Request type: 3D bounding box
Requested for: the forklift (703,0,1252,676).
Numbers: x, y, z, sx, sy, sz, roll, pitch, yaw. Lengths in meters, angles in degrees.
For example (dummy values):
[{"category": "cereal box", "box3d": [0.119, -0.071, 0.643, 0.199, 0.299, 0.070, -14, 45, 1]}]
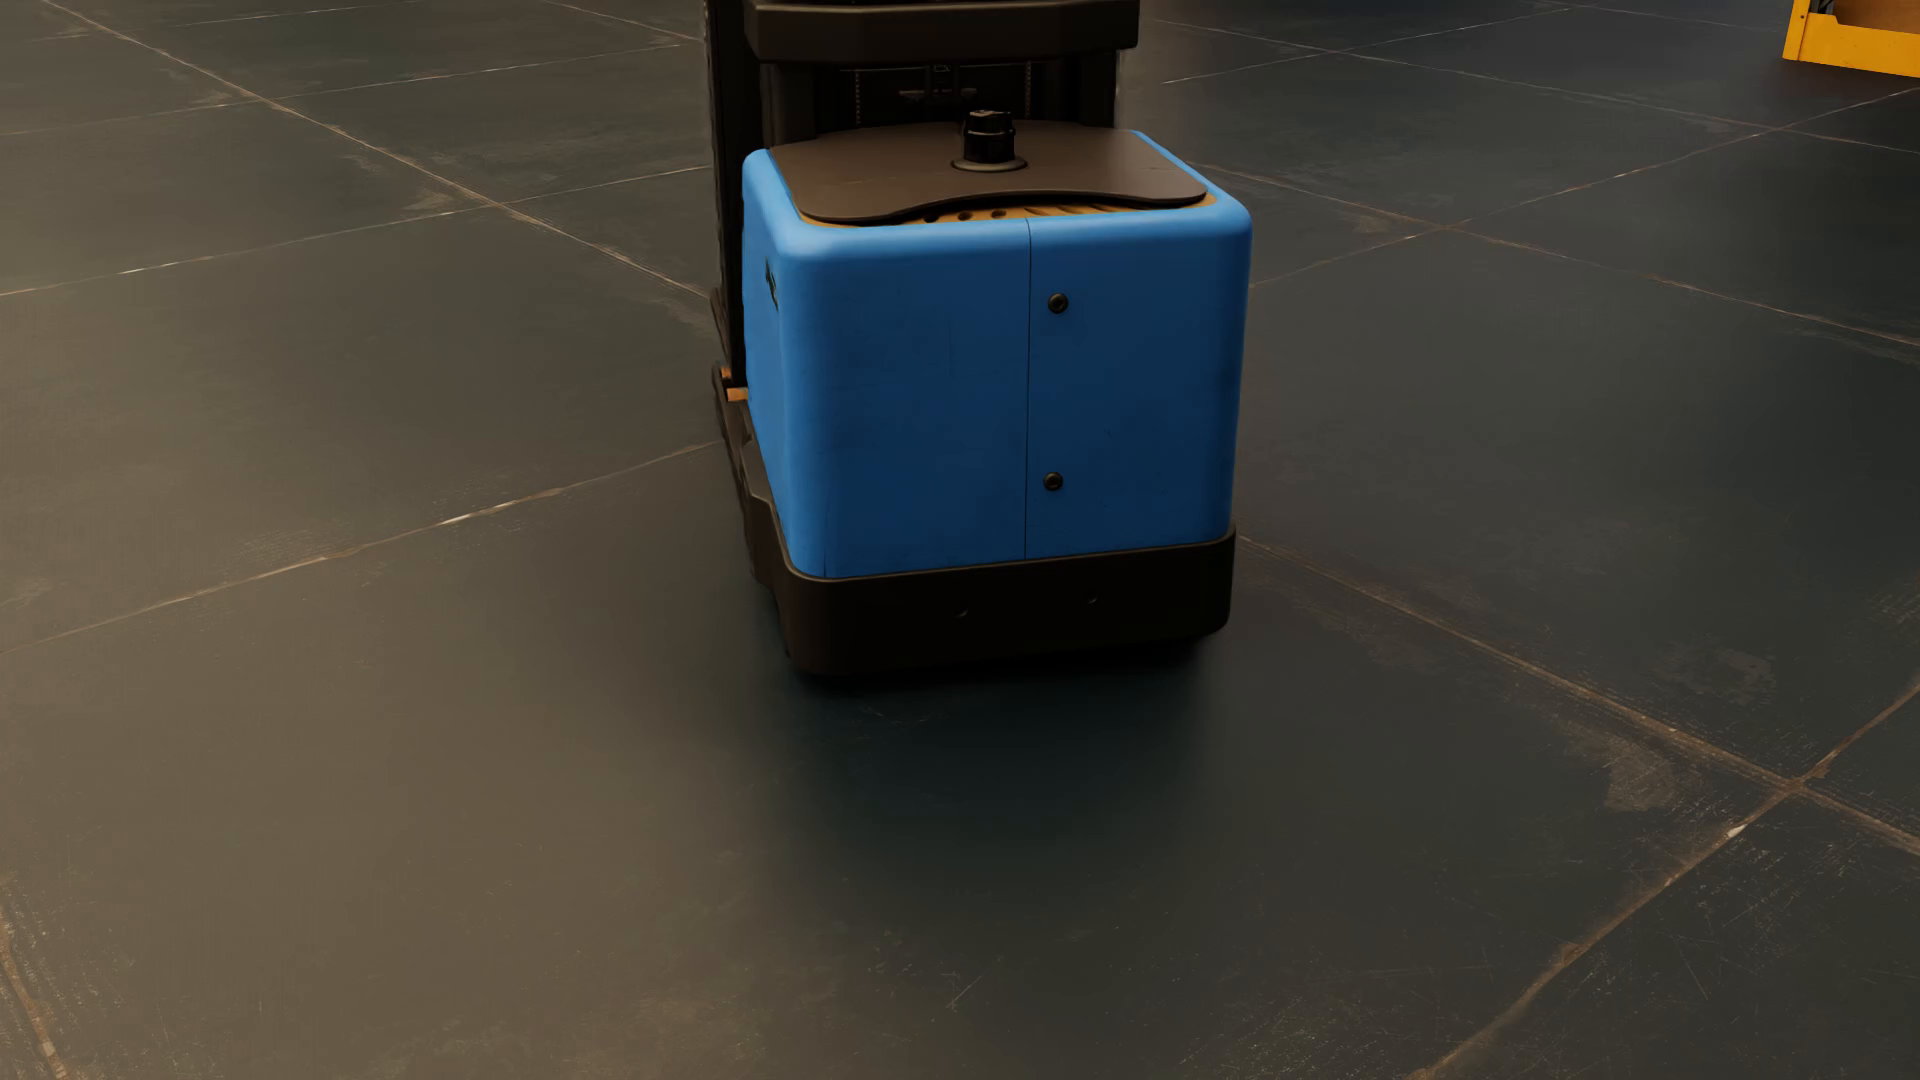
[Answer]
[{"category": "forklift", "box3d": [-0.173, -1.642, 4.513, 1.130, 2.935, 3.031, -5, 27, -11]}]
